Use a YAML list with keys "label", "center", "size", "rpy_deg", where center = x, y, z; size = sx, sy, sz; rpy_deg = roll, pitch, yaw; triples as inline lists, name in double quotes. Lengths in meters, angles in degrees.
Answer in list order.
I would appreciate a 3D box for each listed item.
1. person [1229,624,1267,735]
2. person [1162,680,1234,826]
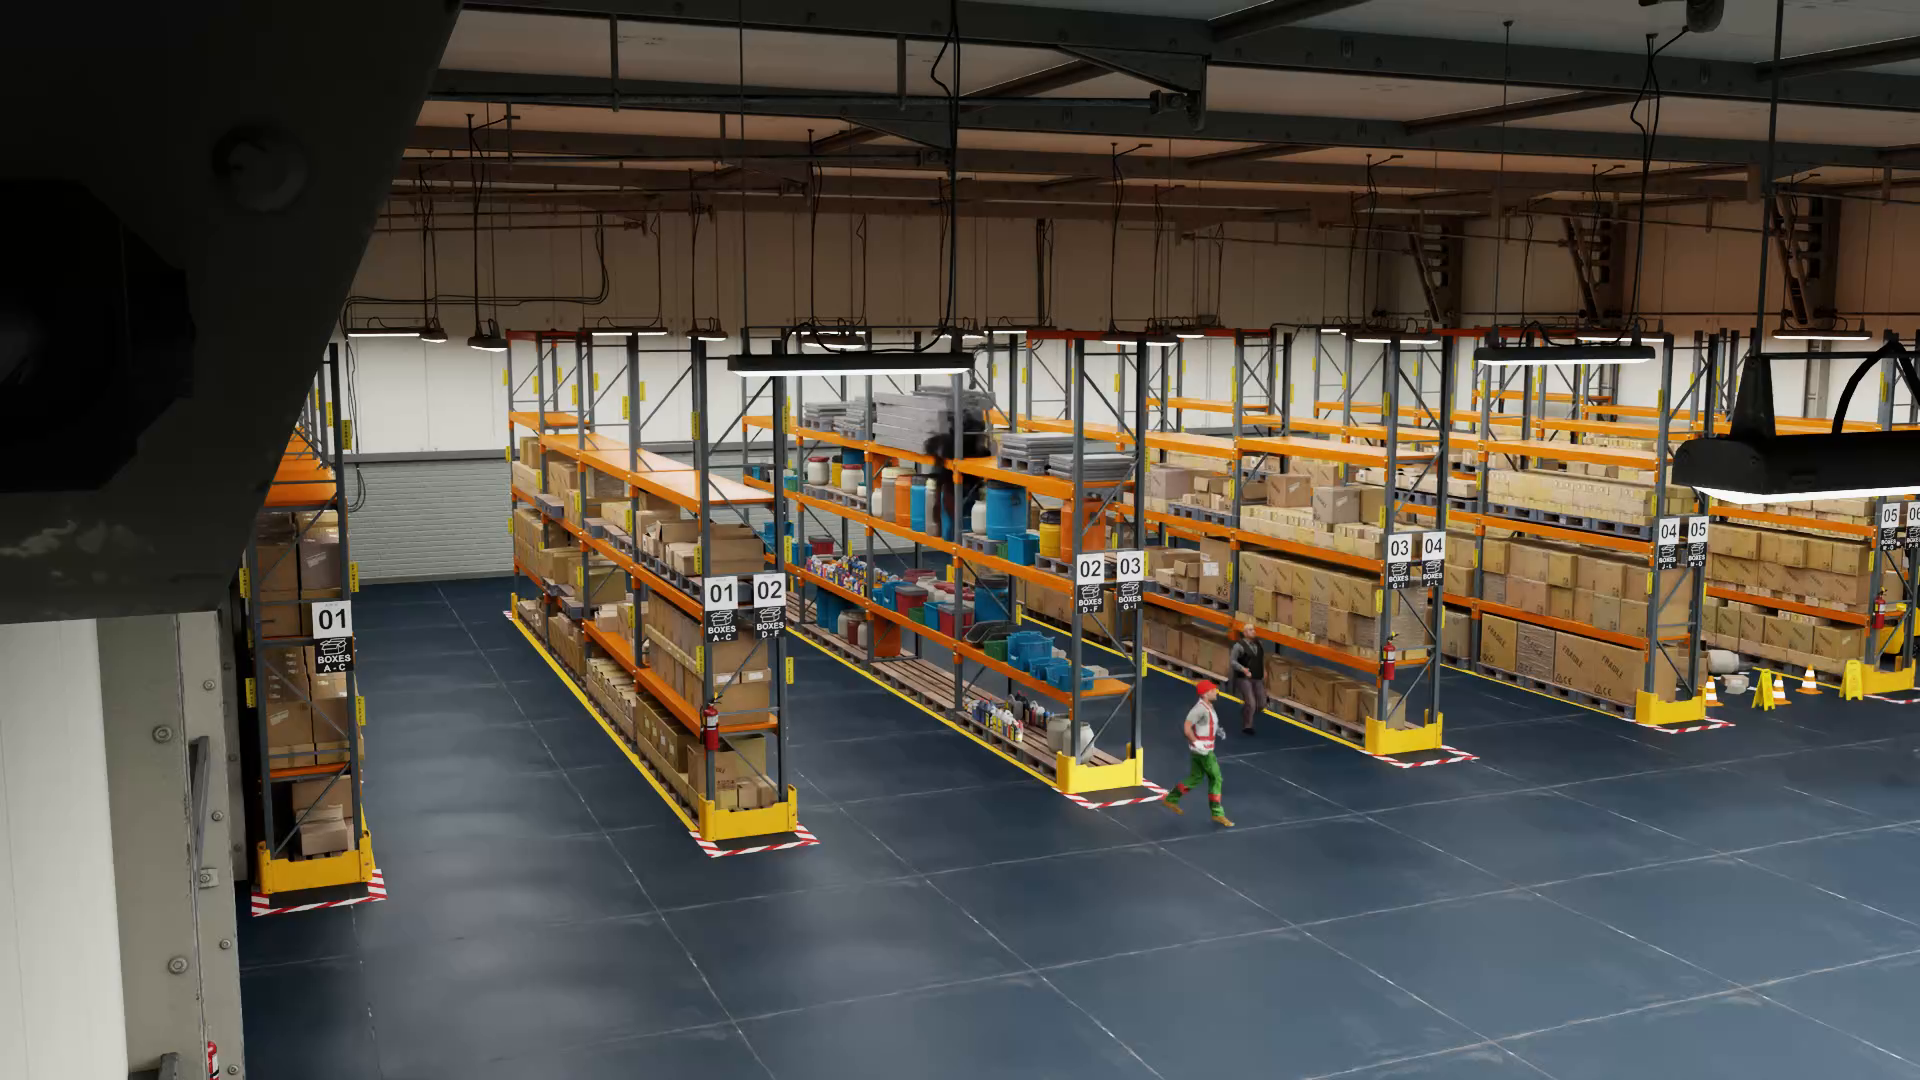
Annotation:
- label: "person"
  center: [4.375, 2.095, 25.113]
  size: [0.656, 1.673, 0.606]
  rpy_deg: [-4, 9, -25]
- label: "person"
  center: [2.985, 2.627, 20.741]
  size: [0.897, 1.807, 0.671]
  rpy_deg: [1, 8, 9]
